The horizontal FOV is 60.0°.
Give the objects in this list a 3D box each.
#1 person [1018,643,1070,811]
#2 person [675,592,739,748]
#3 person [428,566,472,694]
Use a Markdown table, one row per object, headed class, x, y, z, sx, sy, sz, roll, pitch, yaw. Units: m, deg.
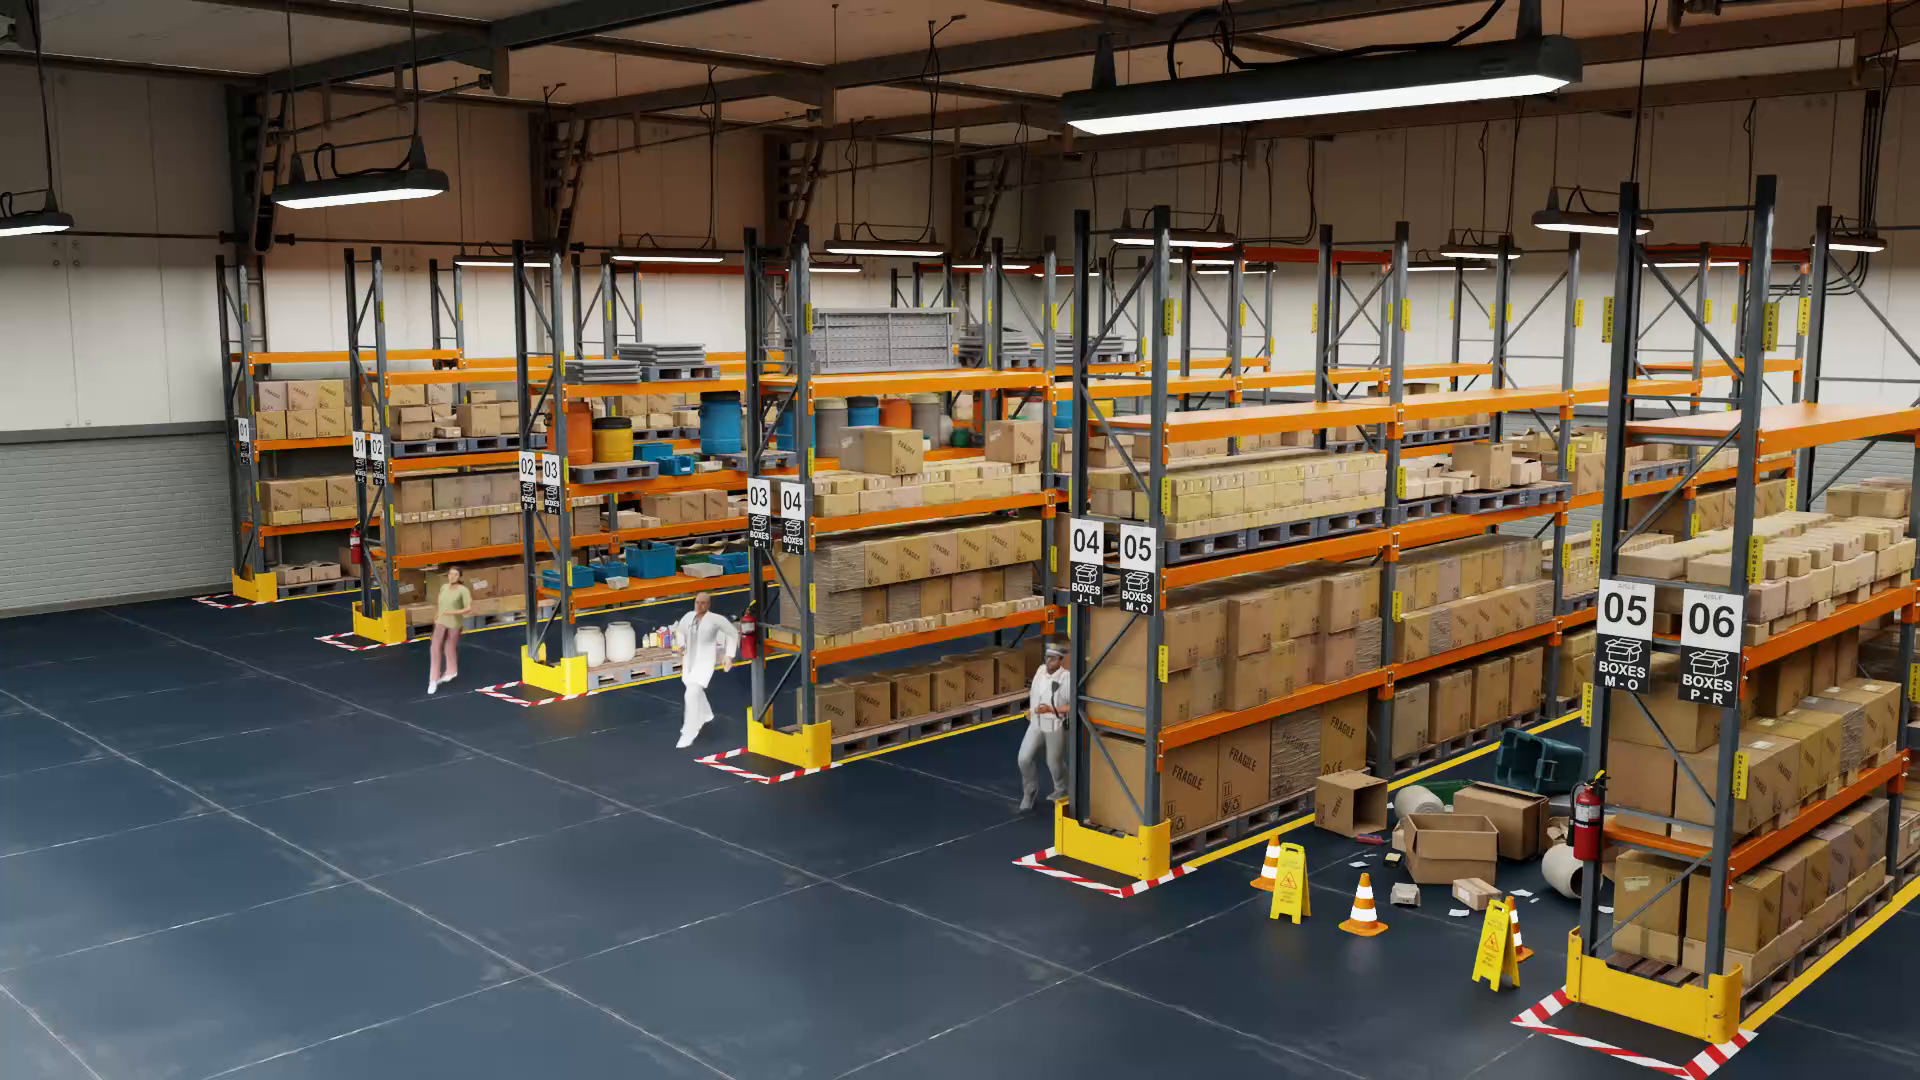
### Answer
| class | x | y | z | sx | sy | sz | roll | pitch | yaw |
| --- | --- | --- | --- | --- | --- | --- | --- | --- | --- |
| person | 0.937 | 1.931 | 17.032 | 0.640 | 1.809 | 0.738 | 6 | 10 | 36 |
| person | -3.039 | 1.614 | 19.736 | 0.767 | 1.645 | 0.857 | 5 | 9 | 30 |
| person | -6.846 | 1.207 | 22.392 | 0.577 | 1.599 | 0.814 | 1 | 8 | 5 |
